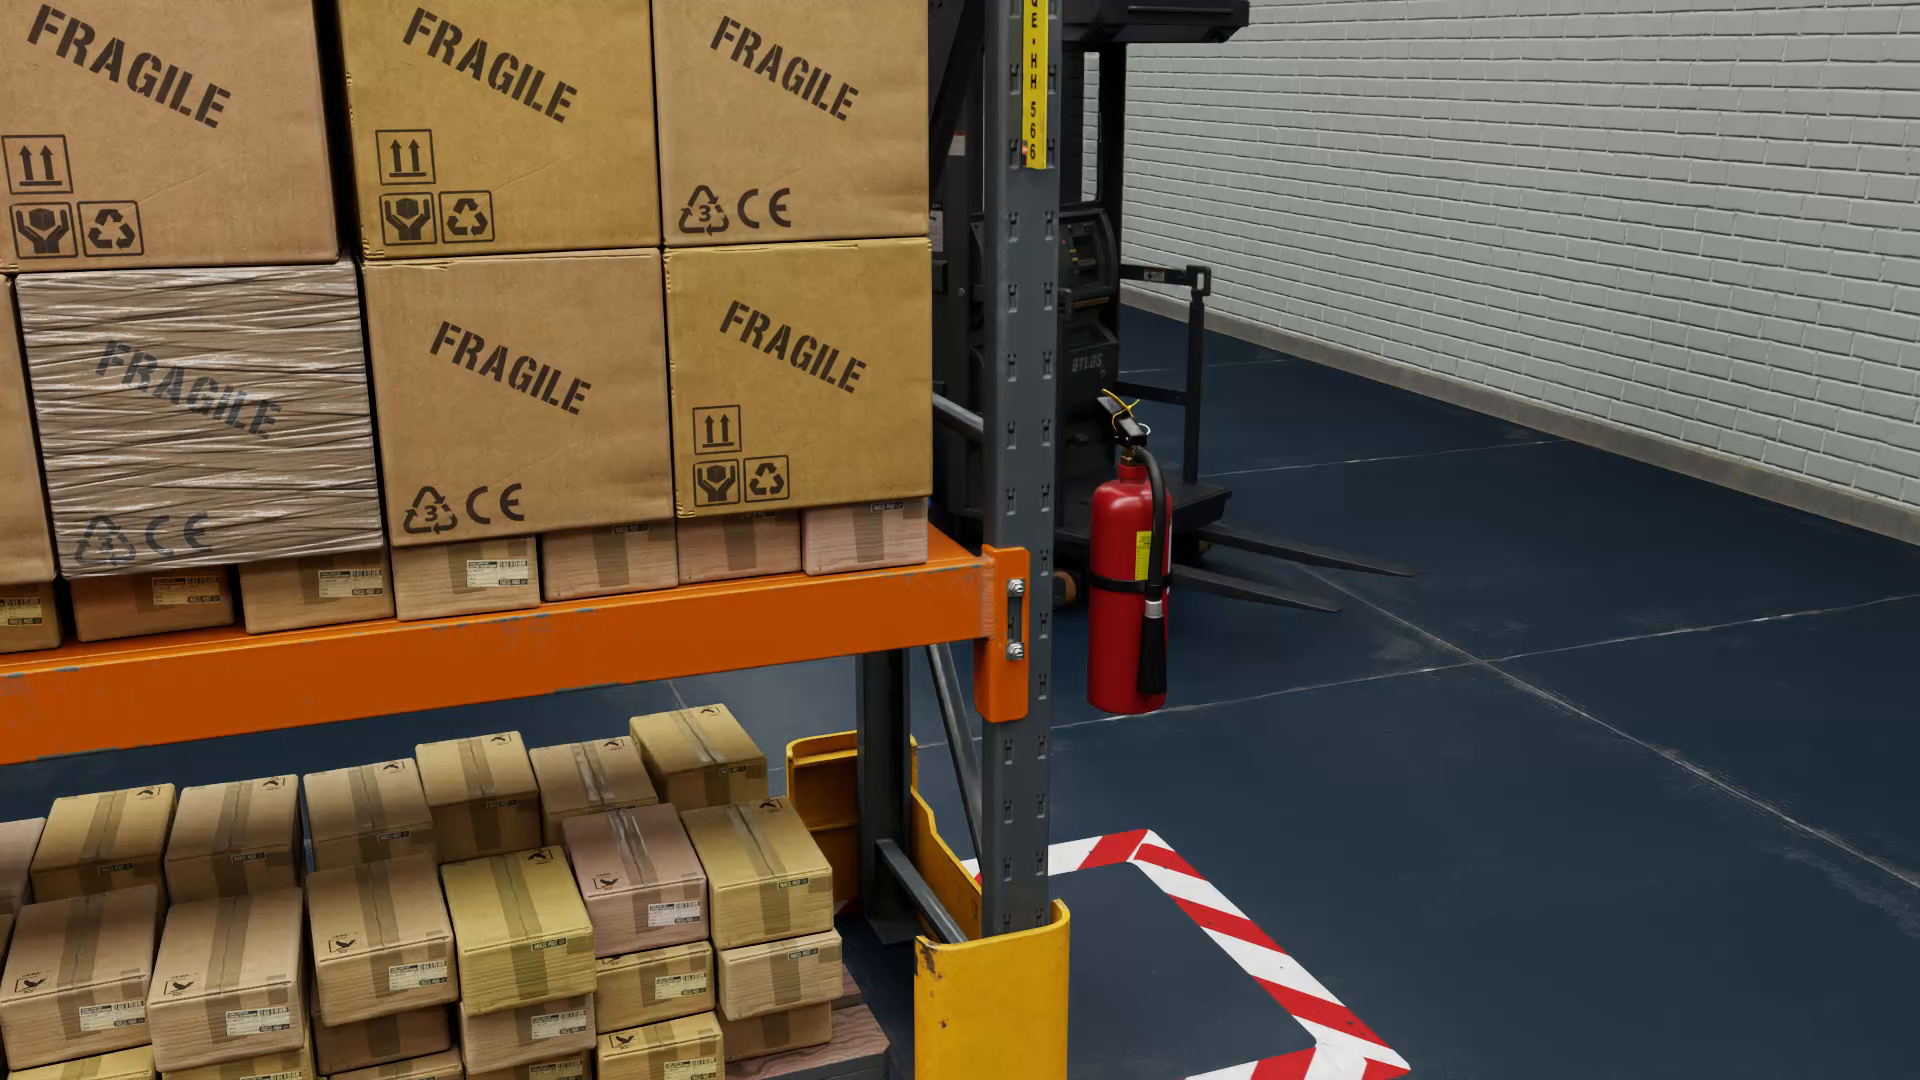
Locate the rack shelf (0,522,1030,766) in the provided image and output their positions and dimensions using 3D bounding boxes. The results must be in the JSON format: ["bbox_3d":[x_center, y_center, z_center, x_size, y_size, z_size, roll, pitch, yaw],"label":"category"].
[{"bbox_3d":[-1.910,0.259,3.169,4.000,0.370,1.077,-6,17,-20],"label":"rack shelf"}]

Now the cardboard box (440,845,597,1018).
[{"bbox_3d":[-0.898,0.783,3.367,0.250,0.149,0.380,-7,18,-21],"label":"cardboard box"}]

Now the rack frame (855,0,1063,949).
[{"bbox_3d":[-0.043,-0.288,3.754,0.127,3.000,1.000,-6,17,-20],"label":"rack frame"}]

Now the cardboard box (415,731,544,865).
[{"bbox_3d":[-1.149,0.608,3.963,0.250,0.149,0.380,-6,17,-20],"label":"cardboard box"}]

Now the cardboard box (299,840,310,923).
[{"bbox_3d":[-1.589,0.831,3.731,0.250,0.149,0.380,-7,18,-23],"label":"cardboard box"}]

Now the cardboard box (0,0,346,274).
[{"bbox_3d":[-1.337,-0.741,2.817,0.500,0.500,0.500,-5,17,-17],"label":"cardboard box"}]

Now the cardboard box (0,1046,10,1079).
[{"bbox_3d":[-1.890,1.029,3.058,0.250,0.149,0.380,-6,17,-20],"label":"cardboard box"}]

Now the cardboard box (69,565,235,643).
[{"bbox_3d":[-1.480,0.047,3.061,0.250,0.149,0.380,-7,18,-22],"label":"cardboard box"}]

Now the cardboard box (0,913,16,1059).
[{"bbox_3d":[-1.914,0.865,3.086,0.250,0.149,0.380,-6,17,-20],"label":"cardboard box"}]

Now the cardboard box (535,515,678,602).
[{"bbox_3d":[-0.720,-0.015,3.273,0.250,0.149,0.380,-6,18,-21],"label":"cardboard box"}]

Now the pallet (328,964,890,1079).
[{"bbox_3d":[-0.885,1.131,3.874,1.213,0.211,1.003,-6,17,-20],"label":"pallet"}]

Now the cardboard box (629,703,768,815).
[{"bbox_3d":[-0.654,0.557,4.137,0.250,0.149,0.380,-7,18,-23],"label":"cardboard box"}]

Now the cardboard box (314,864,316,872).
[{"bbox_3d":[-1.375,0.779,3.907,0.250,0.149,0.380,-6,17,-18],"label":"cardboard box"}]

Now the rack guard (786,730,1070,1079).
[{"bbox_3d":[-0.114,0.919,4.080,0.348,0.500,1.175,-6,17,-20],"label":"rack guard"}]

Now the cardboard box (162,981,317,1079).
[{"bbox_3d":[-1.397,0.973,3.249,0.250,0.149,0.380,-6,17,-19],"label":"cardboard box"}]

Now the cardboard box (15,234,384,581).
[{"bbox_3d":[-1.323,-0.261,2.958,0.500,0.500,0.500,-6,17,-20],"label":"cardboard box"}]

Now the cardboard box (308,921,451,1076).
[{"bbox_3d":[-1.206,0.917,3.438,0.250,0.149,0.380,-6,18,-21],"label":"cardboard box"}]

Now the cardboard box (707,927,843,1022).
[{"bbox_3d":[-0.433,0.864,3.618,0.250,0.149,0.380,-7,18,-22],"label":"cardboard box"}]

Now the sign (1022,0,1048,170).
[{"bbox_3d":[0.137,-0.847,3.042,0.005,0.325,0.100,-6,17,-20],"label":"sign"}]

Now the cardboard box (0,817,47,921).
[{"bbox_3d":[-2.076,0.745,3.496,0.250,0.149,0.380,-6,17,-20],"label":"cardboard box"}]

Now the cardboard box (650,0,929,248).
[{"bbox_3d":[-0.381,-0.847,3.177,0.500,0.500,0.500,-7,18,-21],"label":"cardboard box"}]

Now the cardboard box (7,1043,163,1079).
[{"bbox_3d":[-1.643,0.994,3.177,0.250,0.149,0.380,-5,17,-17],"label":"cardboard box"}]

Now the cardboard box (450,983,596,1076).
[{"bbox_3d":[-0.918,0.917,3.438,0.250,0.149,0.380,-7,18,-22],"label":"cardboard box"}]

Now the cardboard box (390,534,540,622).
[{"bbox_3d":[-0.950,0.016,3.165,0.250,0.149,0.380,-6,17,-19],"label":"cardboard box"}]

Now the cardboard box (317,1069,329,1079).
[{"bbox_3d":[-1.383,1.114,3.296,0.250,0.149,0.380,-7,18,-23],"label":"cardboard box"}]

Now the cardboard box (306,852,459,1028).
[{"bbox_3d":[-1.162,0.792,3.334,0.250,0.149,0.380,-7,18,-22],"label":"cardboard box"}]

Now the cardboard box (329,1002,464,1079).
[{"bbox_3d":[-1.167,1.072,3.440,0.250,0.149,0.380,-6,17,-20],"label":"cardboard box"}]

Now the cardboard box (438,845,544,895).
[{"bbox_3d":[-1.097,0.782,3.898,0.250,0.149,0.380,-6,17,-19],"label":"cardboard box"}]

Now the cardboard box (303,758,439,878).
[{"bbox_3d":[-1.351,0.655,3.804,0.250,0.149,0.380,-7,18,-23],"label":"cardboard box"}]

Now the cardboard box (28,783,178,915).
[{"bbox_3d":[-1.875,0.695,3.668,0.250,0.149,0.380,-6,17,-19],"label":"cardboard box"}]

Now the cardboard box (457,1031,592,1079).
[{"bbox_3d":[-0.941,1.043,3.537,0.250,0.149,0.380,-6,17,-20],"label":"cardboard box"}]

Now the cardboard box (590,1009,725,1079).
[{"bbox_3d":[-0.664,1.039,3.550,0.250,0.149,0.380,-6,17,-18],"label":"cardboard box"}]

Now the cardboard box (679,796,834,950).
[{"bbox_3d":[-0.446,0.713,3.604,0.250,0.149,0.380,-6,17,-19],"label":"cardboard box"}]

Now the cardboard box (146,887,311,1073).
[{"bbox_3d":[-1.393,0.834,3.192,0.250,0.149,0.380,-5,17,-18],"label":"cardboard box"}]

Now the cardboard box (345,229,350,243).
[{"bbox_3d":[-1.052,-0.445,3.585,0.500,0.500,0.500,-6,17,-20],"label":"cardboard box"}]

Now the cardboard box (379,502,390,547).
[{"bbox_3d":[-1.149,-0.109,3.591,0.250,0.149,0.380,-5,17,-17],"label":"cardboard box"}]

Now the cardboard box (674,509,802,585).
[{"bbox_3d":[-0.492,-0.045,3.373,0.250,0.149,0.380,-6,17,-20],"label":"cardboard box"}]

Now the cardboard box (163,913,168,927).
[{"bbox_3d":[-1.827,0.869,3.601,0.250,0.149,0.380,-5,17,-17],"label":"cardboard box"}]

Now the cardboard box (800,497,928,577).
[{"bbox_3d":[-0.246,-0.060,3.424,0.250,0.149,0.380,-6,17,-20],"label":"cardboard box"}]

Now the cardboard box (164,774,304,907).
[{"bbox_3d":[-1.613,0.680,3.717,0.250,0.149,0.380,-5,17,-18],"label":"cardboard box"}]

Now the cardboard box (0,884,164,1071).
[{"bbox_3d":[-1.679,0.832,3.201,0.250,0.149,0.380,-7,18,-22],"label":"cardboard box"}]

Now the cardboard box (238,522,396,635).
[{"bbox_3d":[-1.207,0.035,3.100,0.250,0.149,0.380,-7,18,-23],"label":"cardboard box"}]

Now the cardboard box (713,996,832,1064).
[{"bbox_3d":[-0.460,0.987,3.729,0.250,0.149,0.380,-6,17,-19],"label":"cardboard box"}]

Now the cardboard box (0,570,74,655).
[{"bbox_3d":[-1.722,0.078,2.955,0.250,0.149,0.380,-6,17,-19],"label":"cardboard box"}]

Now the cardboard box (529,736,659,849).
[{"bbox_3d":[-0.868,0.616,3.935,0.250,0.149,0.380,-6,17,-19],"label":"cardboard box"}]

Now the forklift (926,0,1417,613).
[{"bbox_3d":[0.540,-1.274,7.233,3.031,2.935,1.130,14,22,40],"label":"forklift"}]

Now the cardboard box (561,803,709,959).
[{"bbox_3d":[-0.702,0.724,3.569,0.250,0.149,0.380,-6,17,-19],"label":"cardboard box"}]

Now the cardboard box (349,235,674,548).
[{"bbox_3d":[-0.853,-0.315,3.141,0.500,0.500,0.500,-6,18,-21],"label":"cardboard box"}]

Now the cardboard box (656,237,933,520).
[{"bbox_3d":[-0.370,-0.365,3.313,0.500,0.500,0.500,-6,17,-19],"label":"cardboard box"}]

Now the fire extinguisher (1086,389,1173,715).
[{"bbox_3d":[0.358,0.024,3.491,0.183,0.674,0.296,-6,17,-20],"label":"fire extinguisher"}]

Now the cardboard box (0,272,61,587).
[{"bbox_3d":[-1.792,-0.214,2.796,0.500,0.500,0.500,-5,17,-17],"label":"cardboard box"}]

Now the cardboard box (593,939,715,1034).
[{"bbox_3d":[-0.697,0.876,3.576,0.250,0.149,0.380,-7,18,-21],"label":"cardboard box"}]

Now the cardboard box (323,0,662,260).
[{"bbox_3d":[-0.854,-0.795,3.003,0.500,0.500,0.500,-7,18,-22],"label":"cardboard box"}]
